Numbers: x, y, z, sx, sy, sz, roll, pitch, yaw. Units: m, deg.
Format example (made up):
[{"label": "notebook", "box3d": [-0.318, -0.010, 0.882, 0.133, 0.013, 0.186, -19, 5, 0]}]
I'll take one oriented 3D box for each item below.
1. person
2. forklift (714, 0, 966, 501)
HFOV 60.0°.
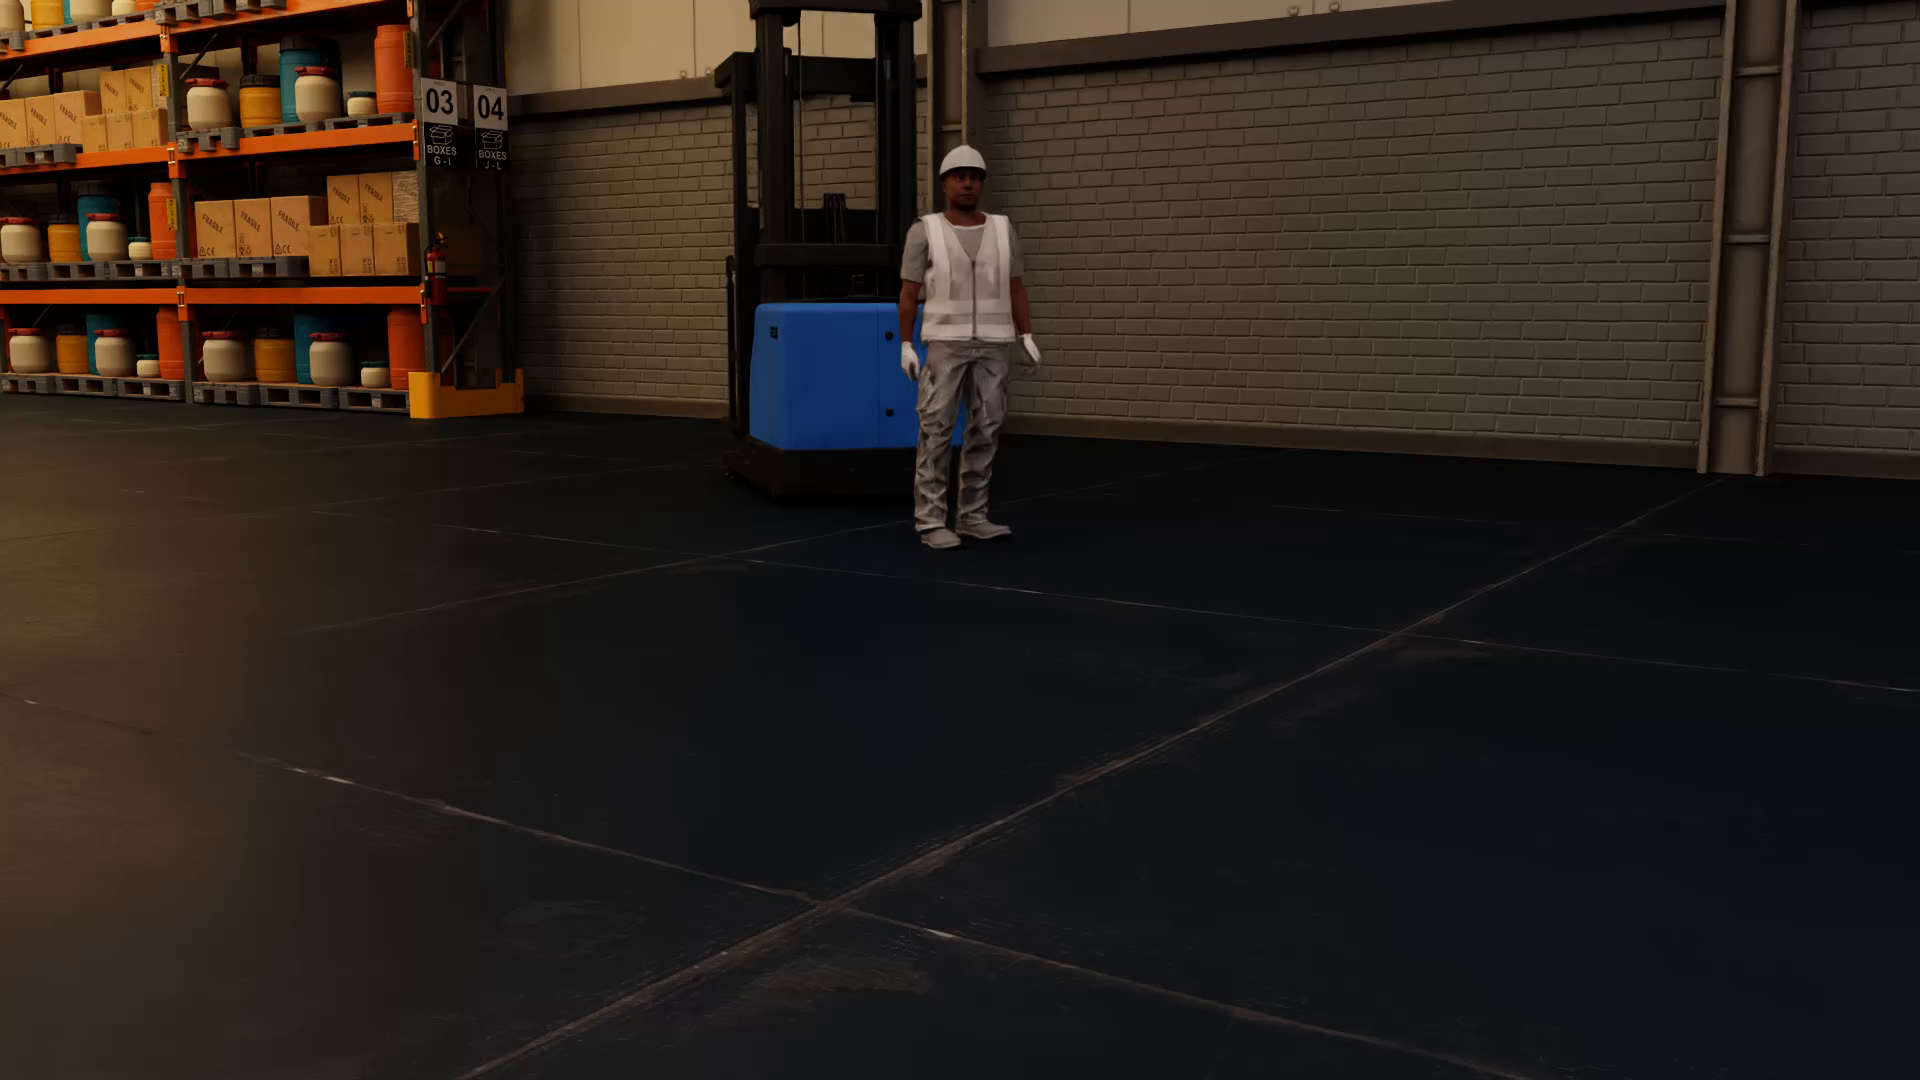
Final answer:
[{"label": "person", "box3d": [0.060, -0.853, 7.415, 0.637, 1.781, 0.476, -2, 8, -14]}, {"label": "forklift", "box3d": [-0.863, -1.832, 10.077, 1.130, 2.935, 3.031, -2, 8, -17]}]
